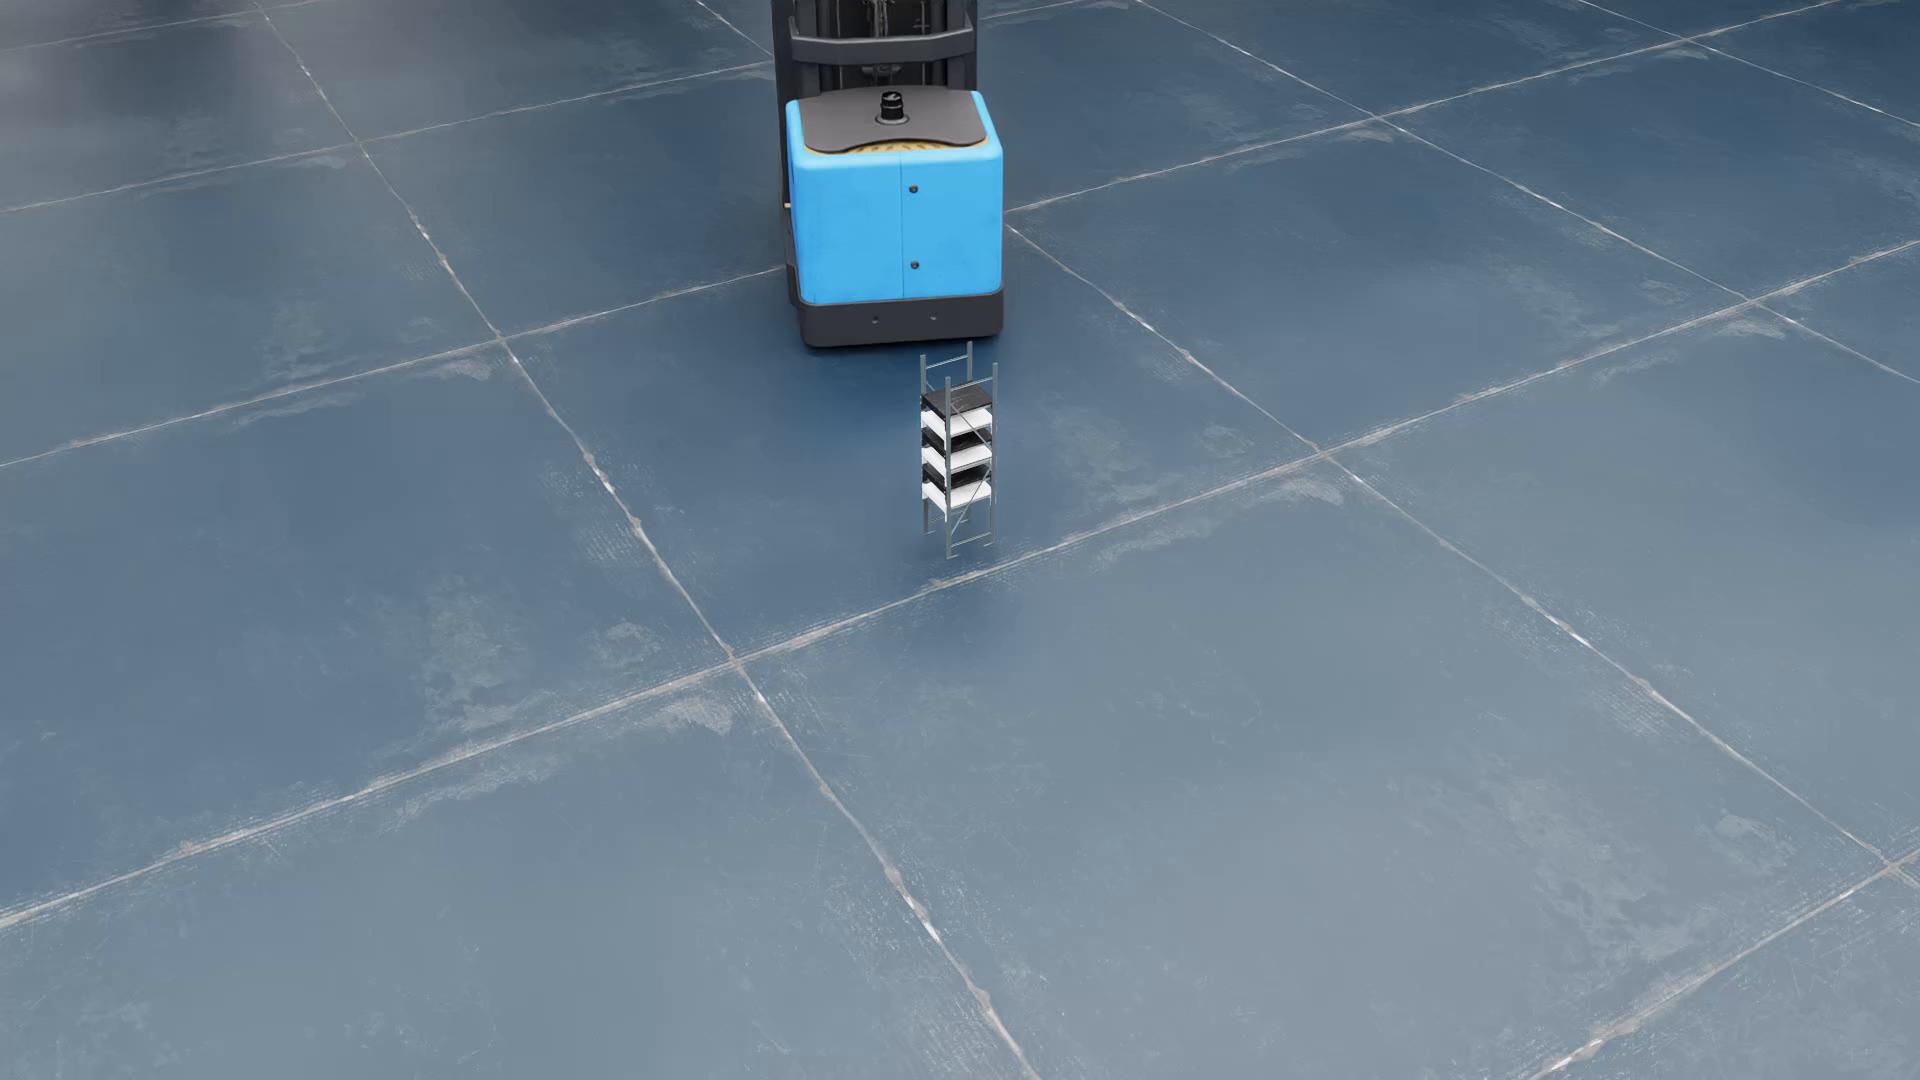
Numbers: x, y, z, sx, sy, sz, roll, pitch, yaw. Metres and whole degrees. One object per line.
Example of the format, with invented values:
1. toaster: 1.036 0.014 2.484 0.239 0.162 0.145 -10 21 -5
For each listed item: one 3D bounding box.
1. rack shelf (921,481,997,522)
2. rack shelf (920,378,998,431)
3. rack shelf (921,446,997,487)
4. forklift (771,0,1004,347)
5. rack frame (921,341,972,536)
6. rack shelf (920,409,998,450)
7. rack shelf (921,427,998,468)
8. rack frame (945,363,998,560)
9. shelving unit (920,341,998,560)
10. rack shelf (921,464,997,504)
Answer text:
1. rack shelf: -0.004 -0.195 7.116 0.258 0.077 0.200 -19 40 -24
2. rack shelf: -0.004 -0.559 6.851 0.258 0.077 0.200 -19 40 -24
3. rack shelf: -0.004 -0.341 7.010 0.258 0.077 0.200 -19 40 -24
4. forklift: -0.485 -3.028 8.910 1.130 2.935 3.031 -5 36 -6
5. rack frame: -0.055 -0.419 7.061 0.240 0.900 0.006 -19 40 -24
6. rack shelf: -0.004 -0.486 6.904 0.258 0.077 0.200 -19 40 -24
7. rack shelf: -0.004 -0.413 6.957 0.258 0.077 0.200 -19 40 -24
8. rack frame: 0.047 -0.316 6.919 0.240 0.900 0.006 -19 40 -24
9. shelving unit: -0.004 -0.368 6.990 0.258 0.900 0.210 -19 40 -24
10. rack shelf: -0.004 -0.268 7.063 0.258 0.077 0.200 -19 40 -24
